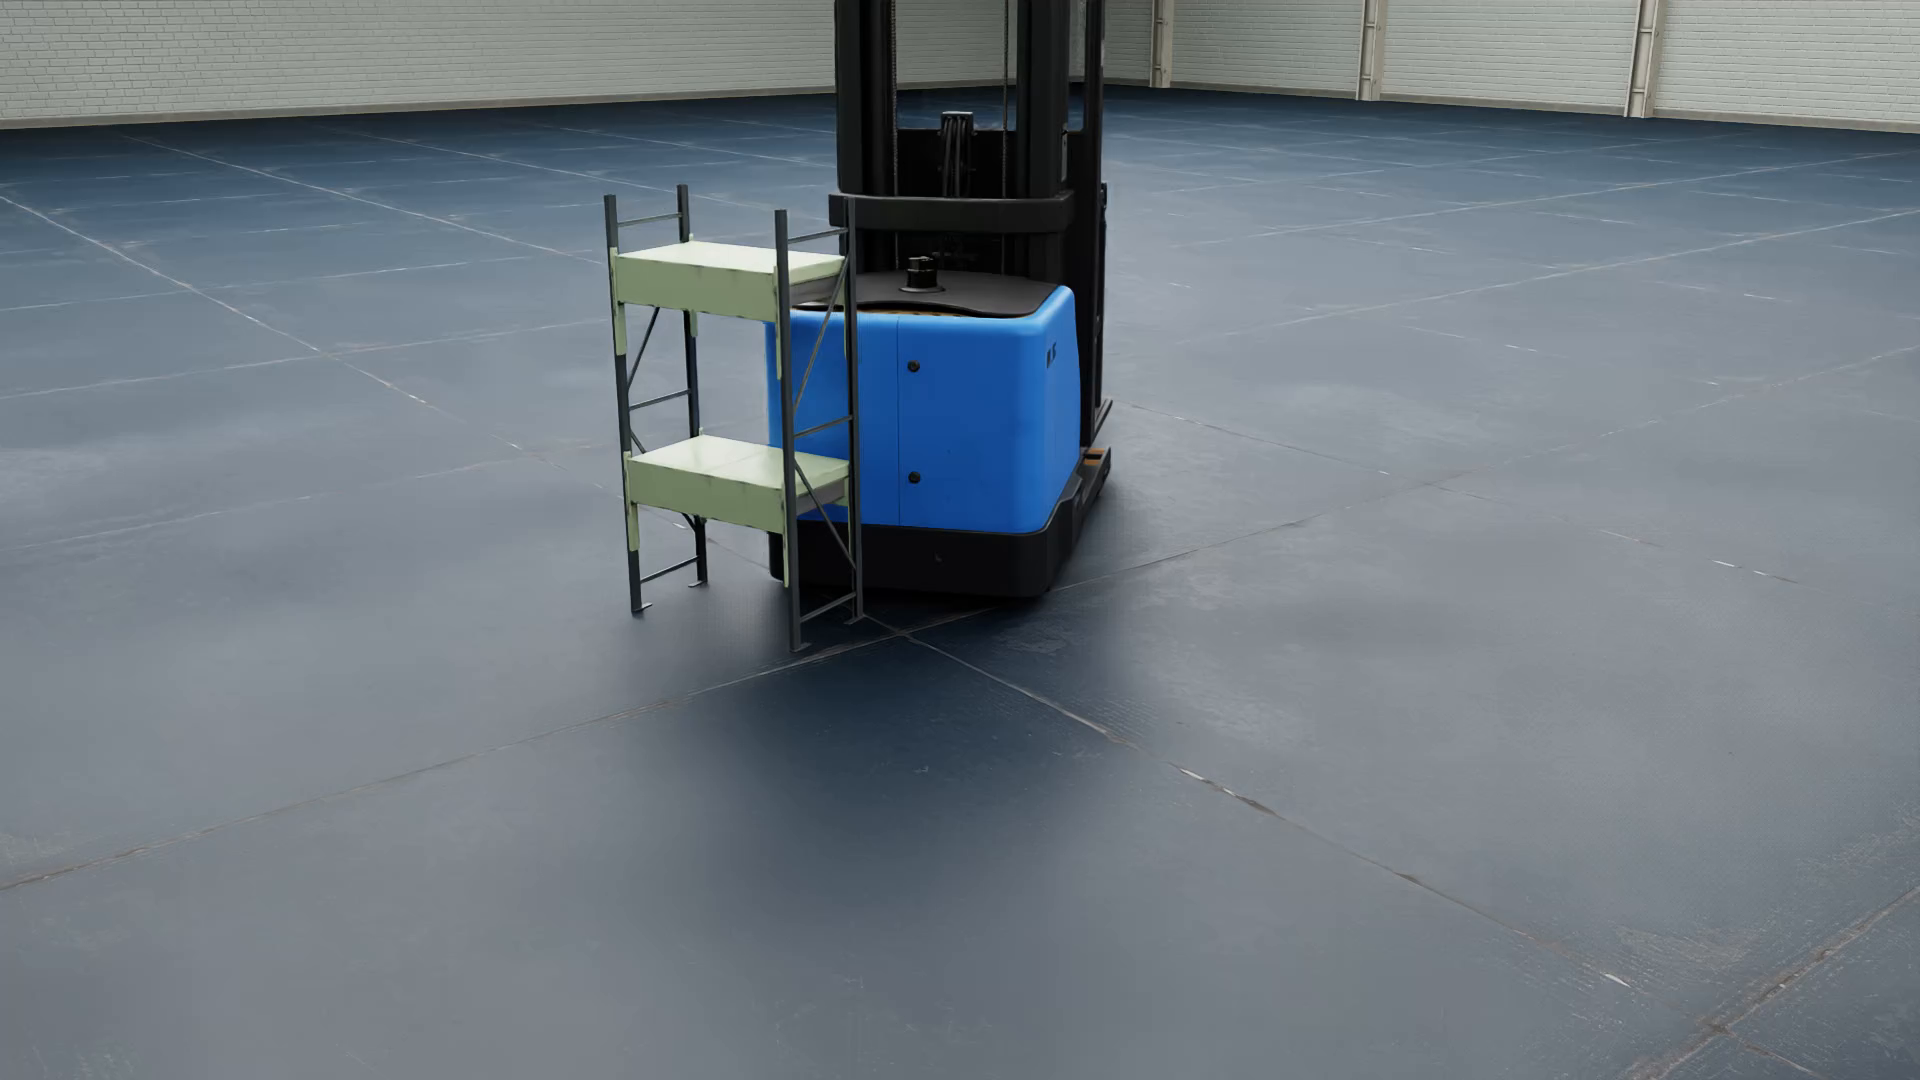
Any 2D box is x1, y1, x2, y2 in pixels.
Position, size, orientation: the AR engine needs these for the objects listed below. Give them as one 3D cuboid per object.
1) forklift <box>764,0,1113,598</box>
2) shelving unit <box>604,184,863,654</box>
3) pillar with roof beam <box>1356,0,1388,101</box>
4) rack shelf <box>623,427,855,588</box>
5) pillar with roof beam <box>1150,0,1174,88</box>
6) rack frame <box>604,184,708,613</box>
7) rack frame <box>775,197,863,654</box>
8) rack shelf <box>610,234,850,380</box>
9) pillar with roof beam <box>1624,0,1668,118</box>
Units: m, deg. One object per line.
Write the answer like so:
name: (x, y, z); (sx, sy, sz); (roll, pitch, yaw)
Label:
forklift: (0.084, -1.607, 7.054); (1.130, 2.935, 3.031); (4, 19, 11)
shelving unit: (-0.775, -0.439, 5.802); (0.755, 1.500, 0.431); (11, 21, 31)
pillar with roof beam: (4.991, -12.452, 30.151); (9.100, 9.000, 0.400); (-14, 23, -36)
rack shelf: (-0.775, -0.129, 5.905); (0.720, 0.370, 0.431); (11, 21, 31)
pillar with roof beam: (1.266, -13.930, 34.616); (9.100, 9.000, 0.400); (-14, 23, -36)
rack frame: (-1.084, -0.501, 5.989); (0.023, 1.500, 0.400); (11, 21, 31)
rack frame: (-0.467, -0.377, 5.615); (0.023, 1.500, 0.400); (11, 21, 31)
rack shelf: (-0.775, -0.809, 5.679); (0.720, 0.370, 0.431); (11, 21, 31)
pillar with roof beam: (8.716, -10.973, 25.686); (9.100, 9.000, 0.400); (-14, 23, -36)
